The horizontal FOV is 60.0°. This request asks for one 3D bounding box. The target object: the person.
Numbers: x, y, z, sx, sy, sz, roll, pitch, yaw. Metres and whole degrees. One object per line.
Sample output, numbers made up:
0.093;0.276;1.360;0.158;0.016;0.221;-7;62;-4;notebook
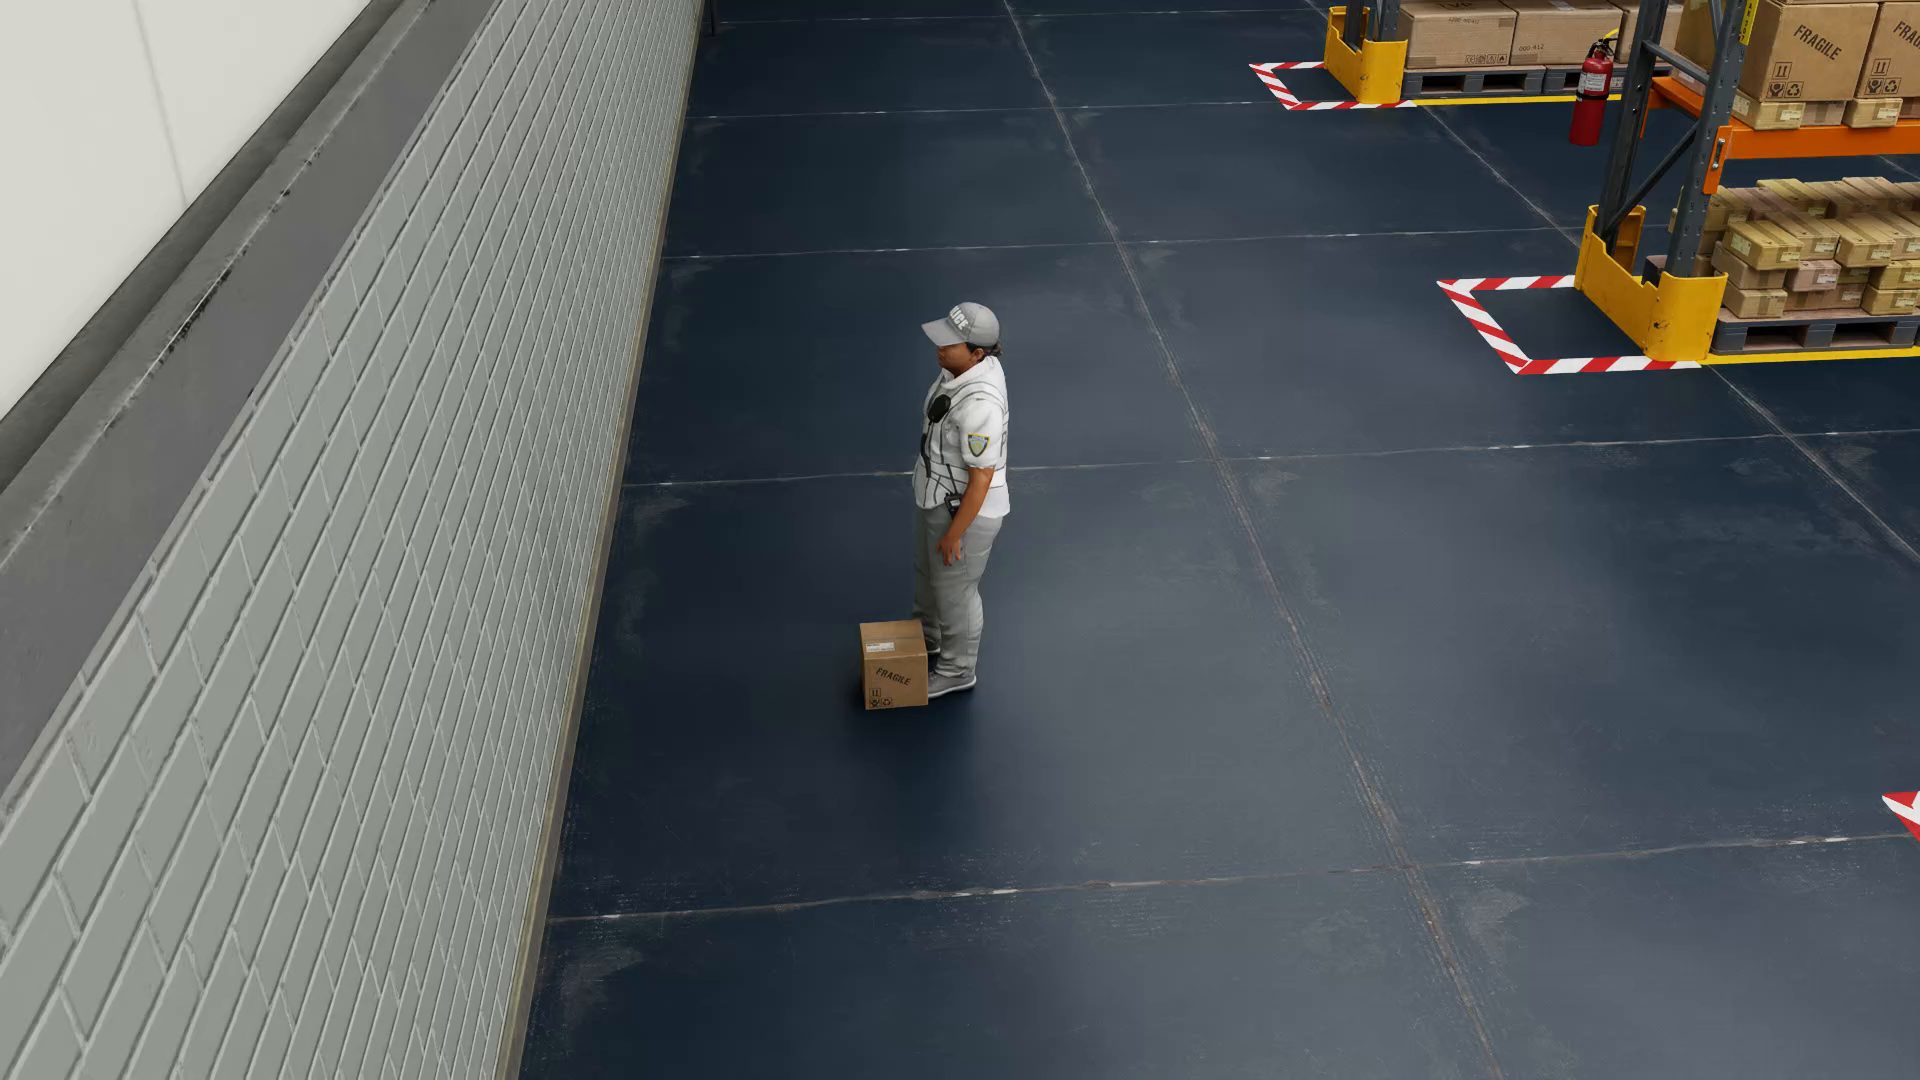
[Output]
-0.084;-0.144;6.348;0.529;1.670;0.598;-3;31;-4;person
